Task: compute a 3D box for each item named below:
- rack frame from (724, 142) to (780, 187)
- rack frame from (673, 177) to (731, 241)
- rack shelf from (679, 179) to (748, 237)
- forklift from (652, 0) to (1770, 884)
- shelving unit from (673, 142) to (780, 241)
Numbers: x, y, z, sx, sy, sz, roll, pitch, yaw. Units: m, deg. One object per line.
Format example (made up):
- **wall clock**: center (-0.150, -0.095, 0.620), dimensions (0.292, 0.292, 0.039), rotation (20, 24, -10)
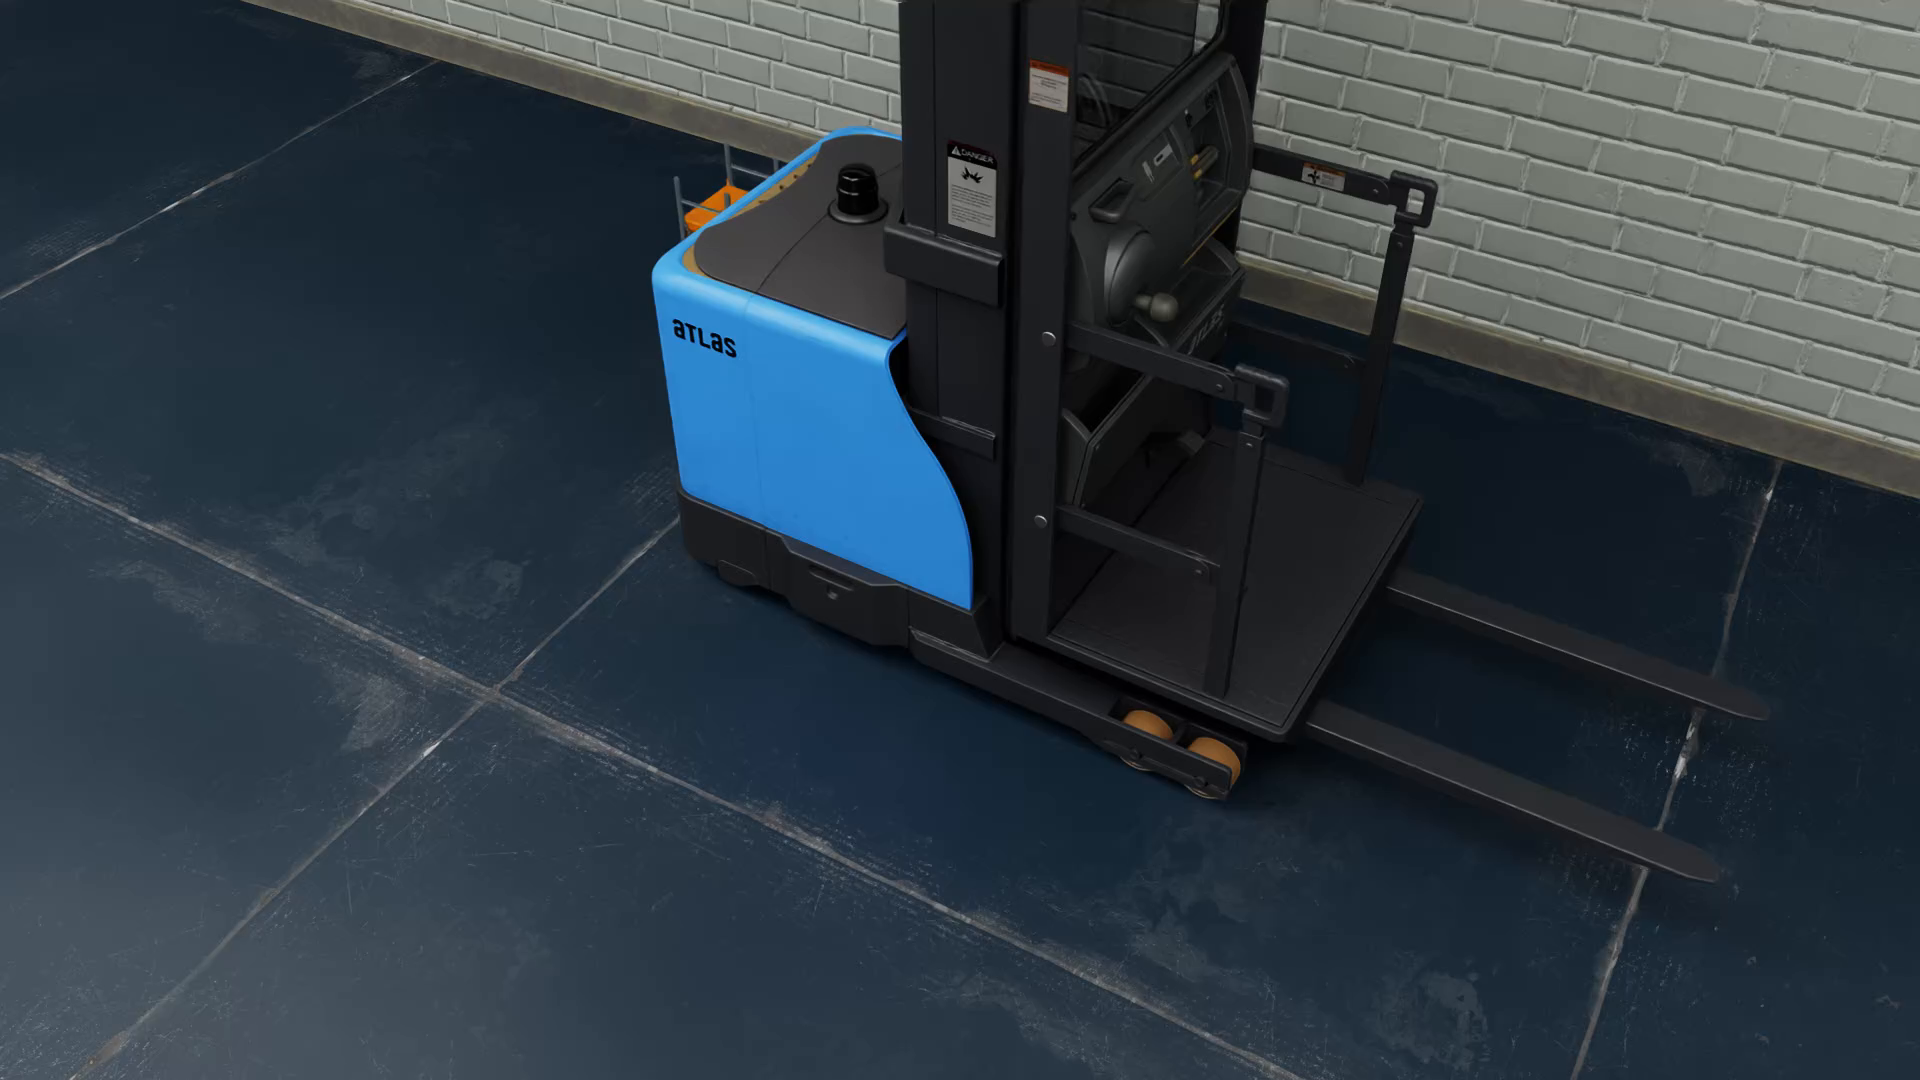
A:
- **rack frame**: center (-0.626, -0.774, 5.334), dimensions (0.200, 1.050, 0.008), rotation (21, 46, 23)
- **rack frame**: center (-0.751, -0.635, 5.177), dimensions (0.200, 1.050, 0.008), rotation (21, 46, 23)
- **rack shelf**: center (-0.689, -0.910, 5.075), dimensions (0.215, 0.259, 0.240), rotation (21, 46, 23)
- **forklift**: center (0.678, -0.811, 3.953), dimensions (3.031, 2.935, 1.130), rotation (21, 46, 22)
- **shelving unit**: center (-0.689, -0.705, 5.256), dimensions (0.215, 1.050, 0.252), rotation (21, 46, 23)
